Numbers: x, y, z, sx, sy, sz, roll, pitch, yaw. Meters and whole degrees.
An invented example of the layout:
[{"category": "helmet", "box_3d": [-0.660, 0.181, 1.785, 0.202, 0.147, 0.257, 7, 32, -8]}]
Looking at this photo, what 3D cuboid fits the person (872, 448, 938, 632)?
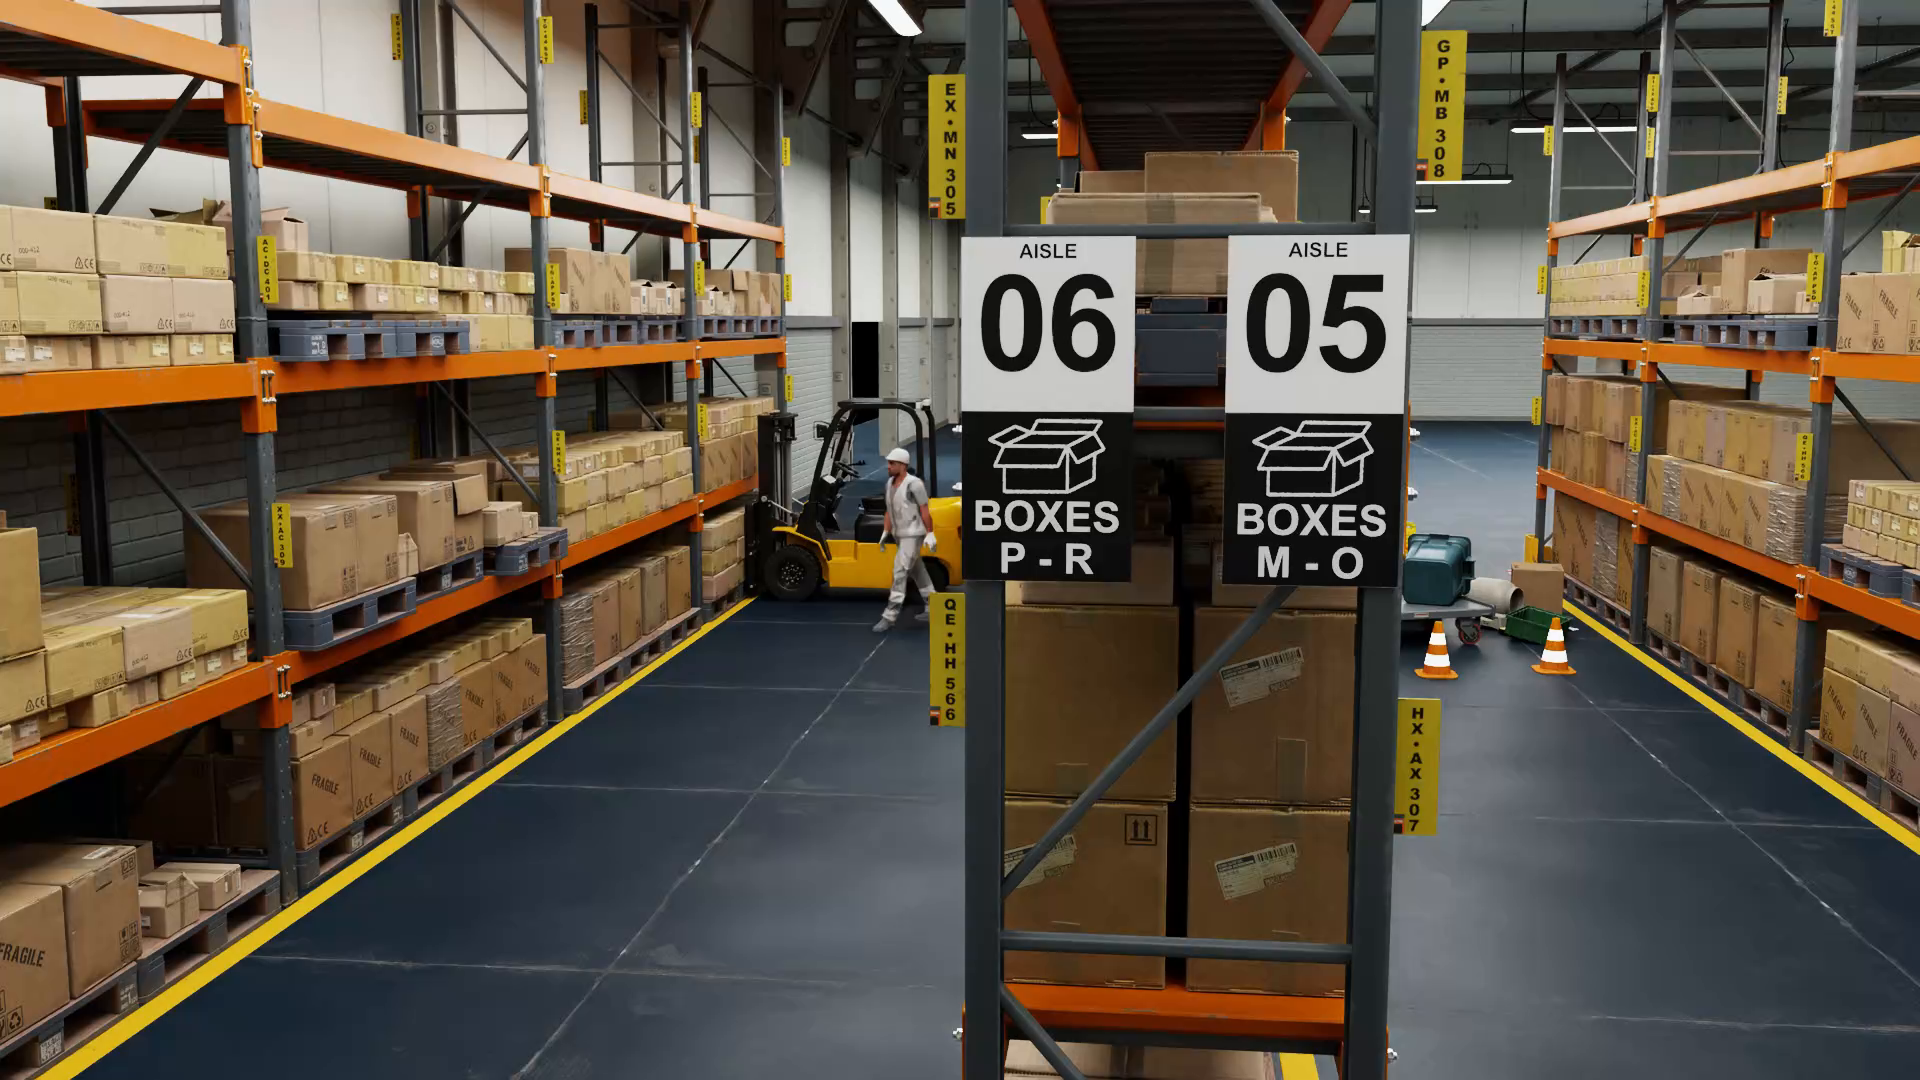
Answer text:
[{"category": "person", "box_3d": [-0.566, -0.027, 16.376, 0.871, 1.759, 0.579, -5, 9, -32]}]
